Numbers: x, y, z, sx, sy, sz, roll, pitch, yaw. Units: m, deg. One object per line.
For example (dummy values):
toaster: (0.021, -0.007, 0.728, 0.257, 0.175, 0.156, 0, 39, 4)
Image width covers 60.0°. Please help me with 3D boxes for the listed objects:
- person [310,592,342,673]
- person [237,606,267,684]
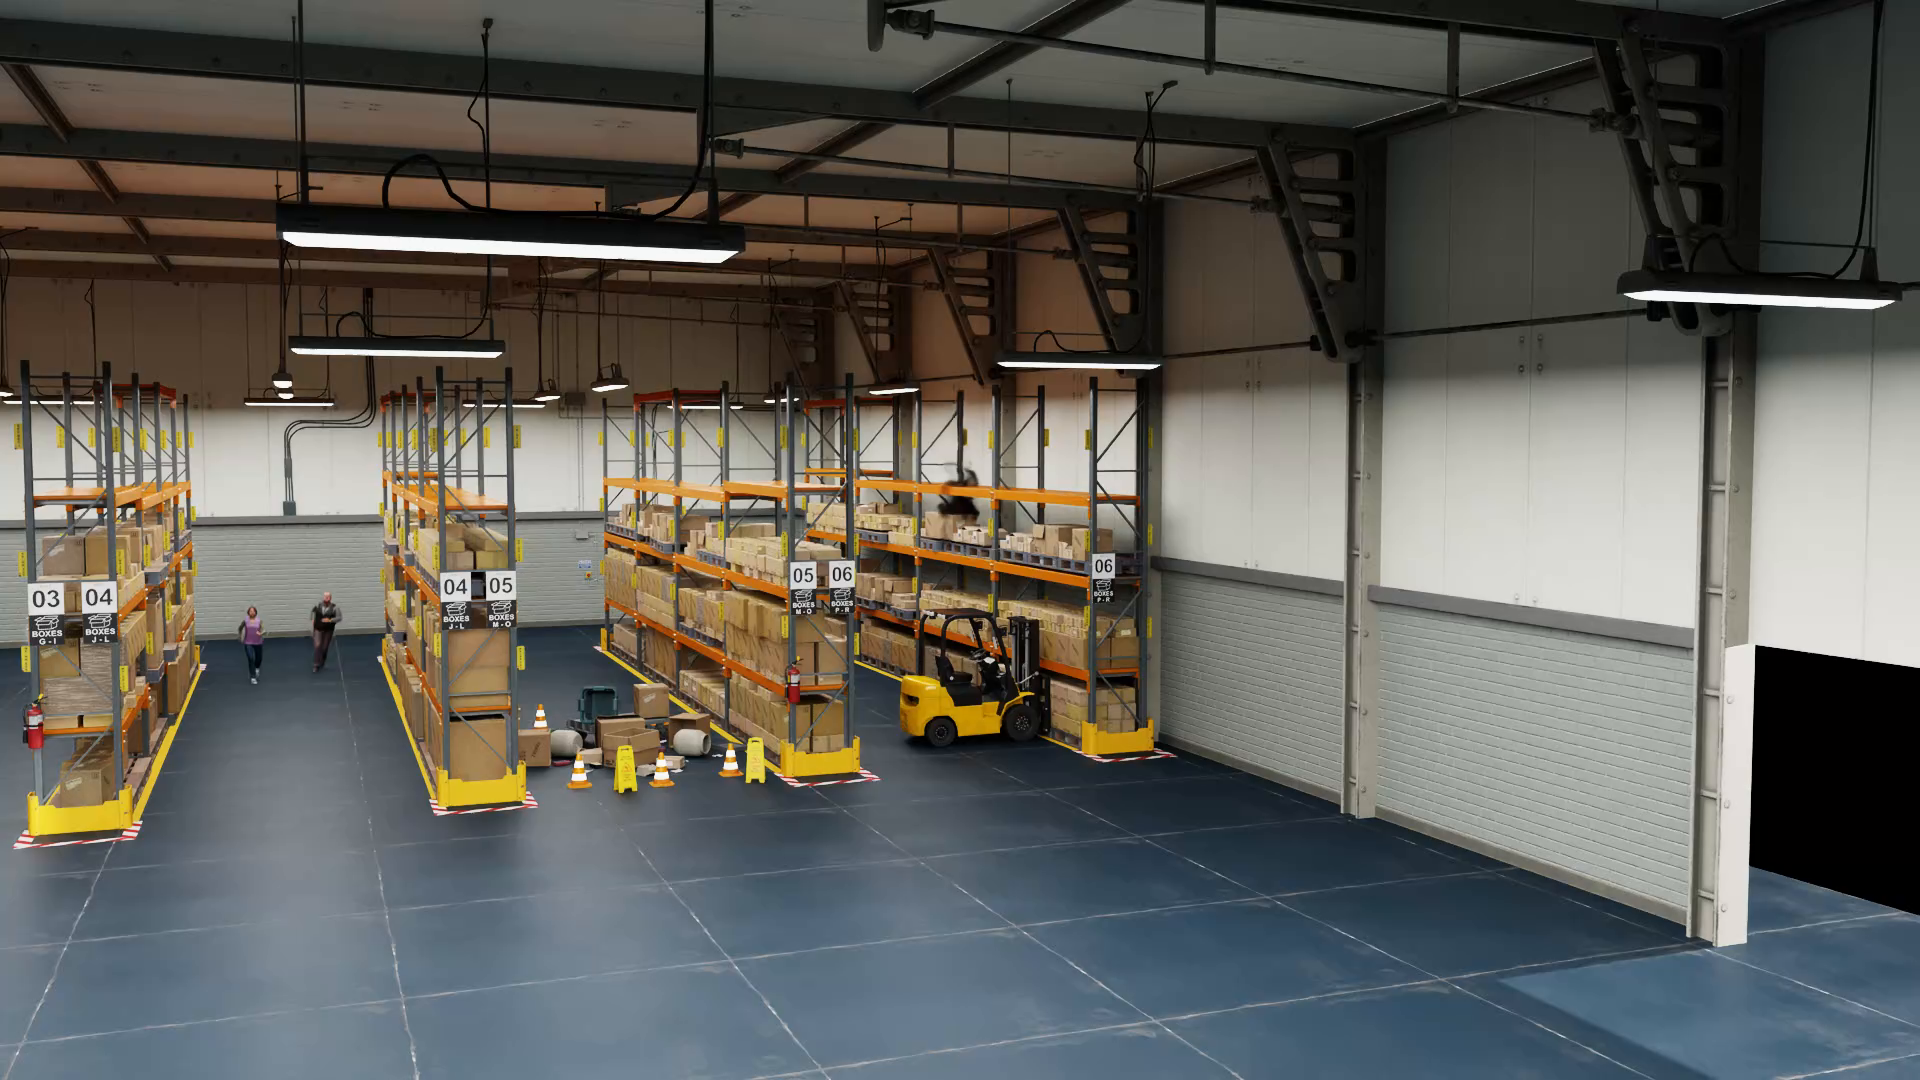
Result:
person: (-13.775, 1.987, 36.135, 0.677, 1.716, 0.911, -1, 4, -13)
person: (-14.587, 2.149, 34.290, 0.547, 1.569, 0.813, -2, 4, -27)
